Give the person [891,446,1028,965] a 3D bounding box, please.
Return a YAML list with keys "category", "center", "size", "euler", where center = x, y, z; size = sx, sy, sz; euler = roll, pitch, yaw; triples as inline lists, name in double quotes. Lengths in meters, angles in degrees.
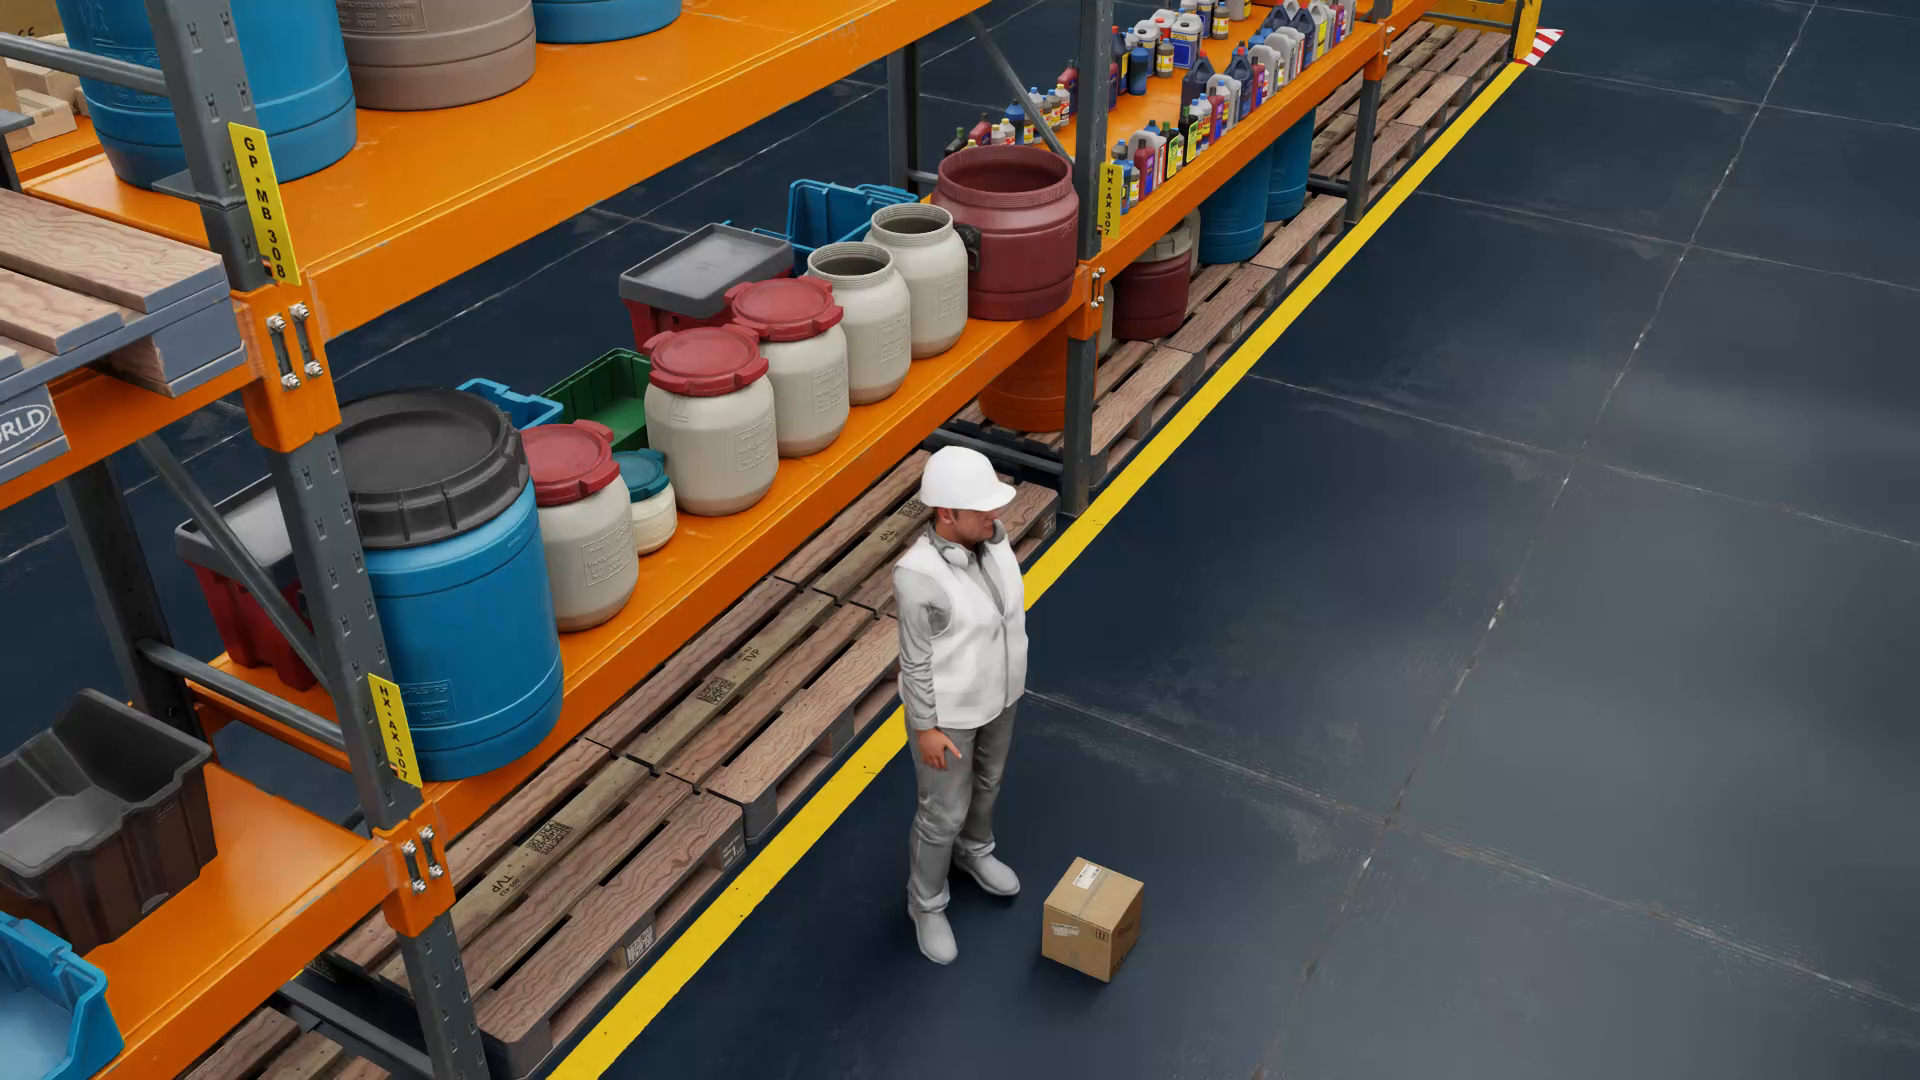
- category: "person"
  center: [0.000, 0.515, 5.355]
  size: [0.354, 1.805, 0.587]
  euler: [24, 41, 31]
